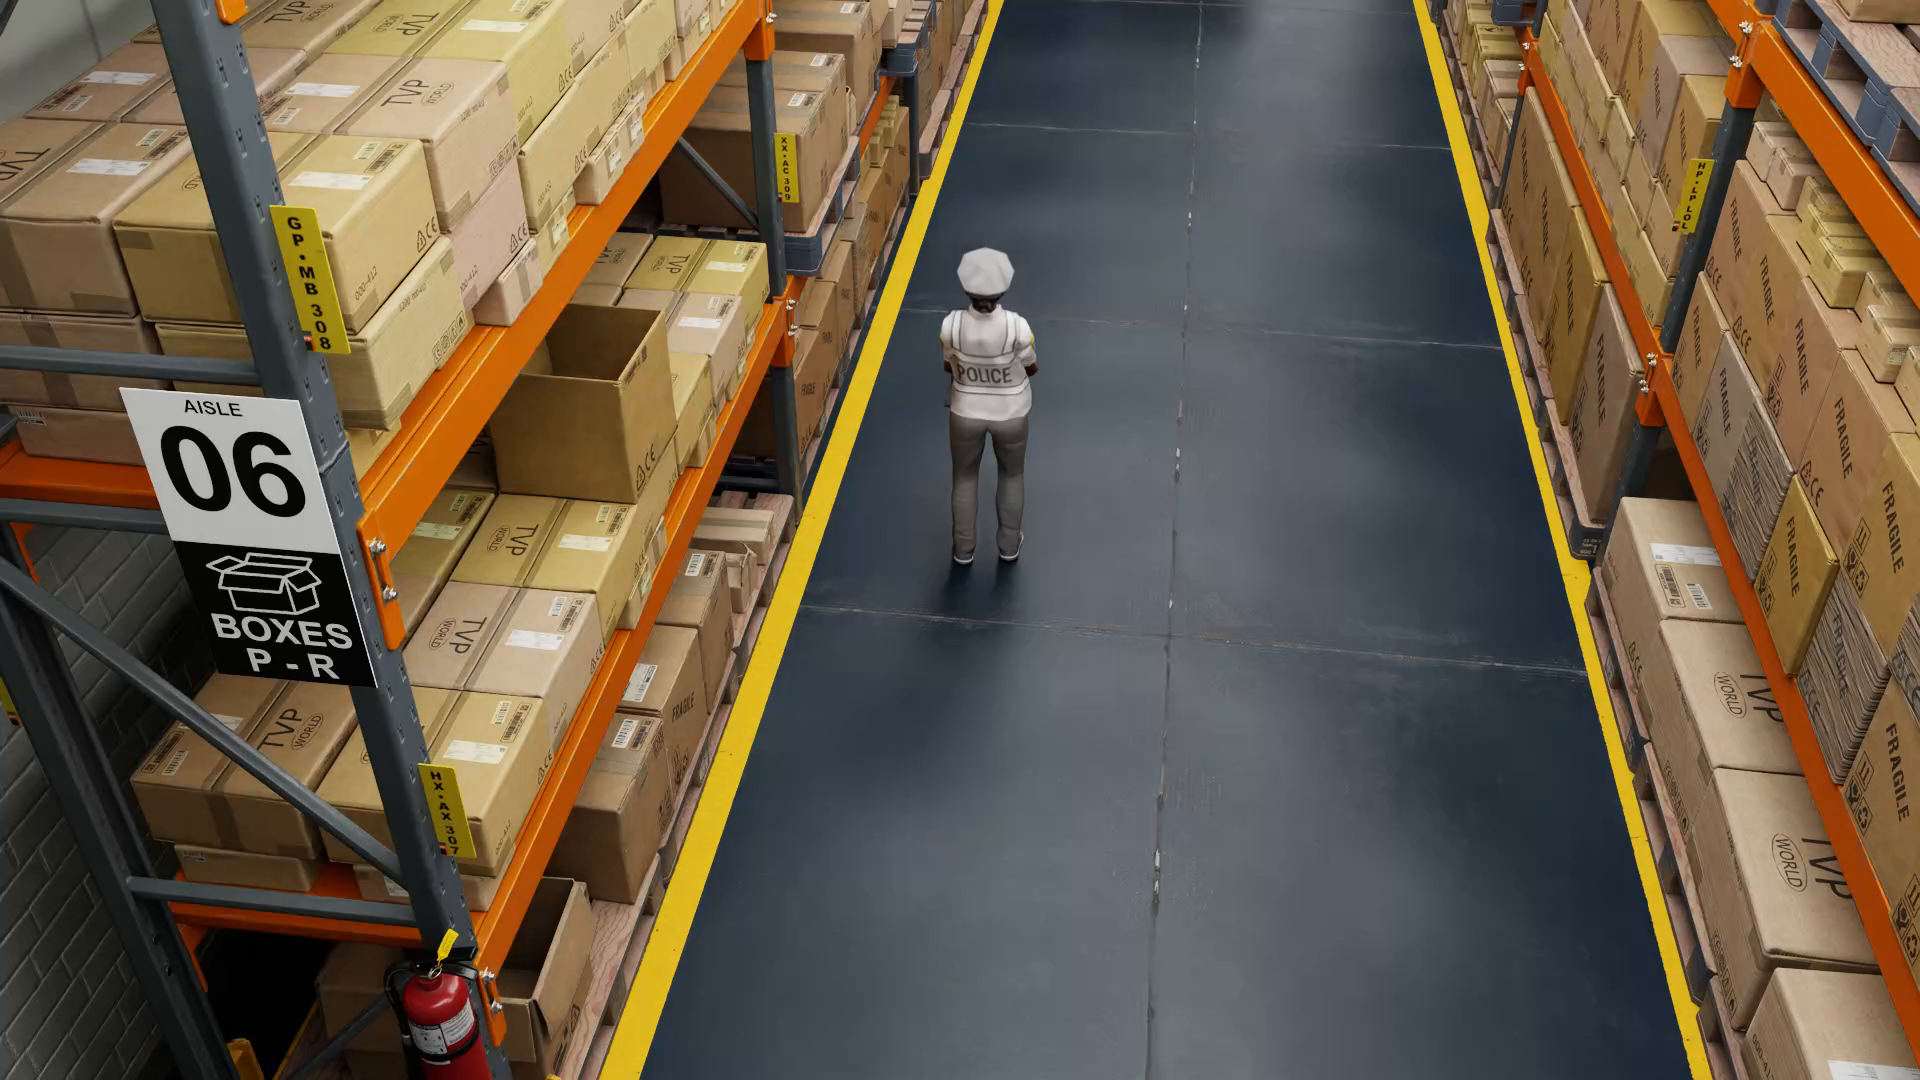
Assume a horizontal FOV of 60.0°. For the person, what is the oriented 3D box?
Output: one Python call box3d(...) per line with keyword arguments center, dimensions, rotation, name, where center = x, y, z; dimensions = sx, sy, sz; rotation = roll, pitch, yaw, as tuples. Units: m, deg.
box3d(center=(0.145, -0.647, 7.898), dimensions=(0.451, 1.687, 0.535), rotation=(4, 37, 5), name="person")
